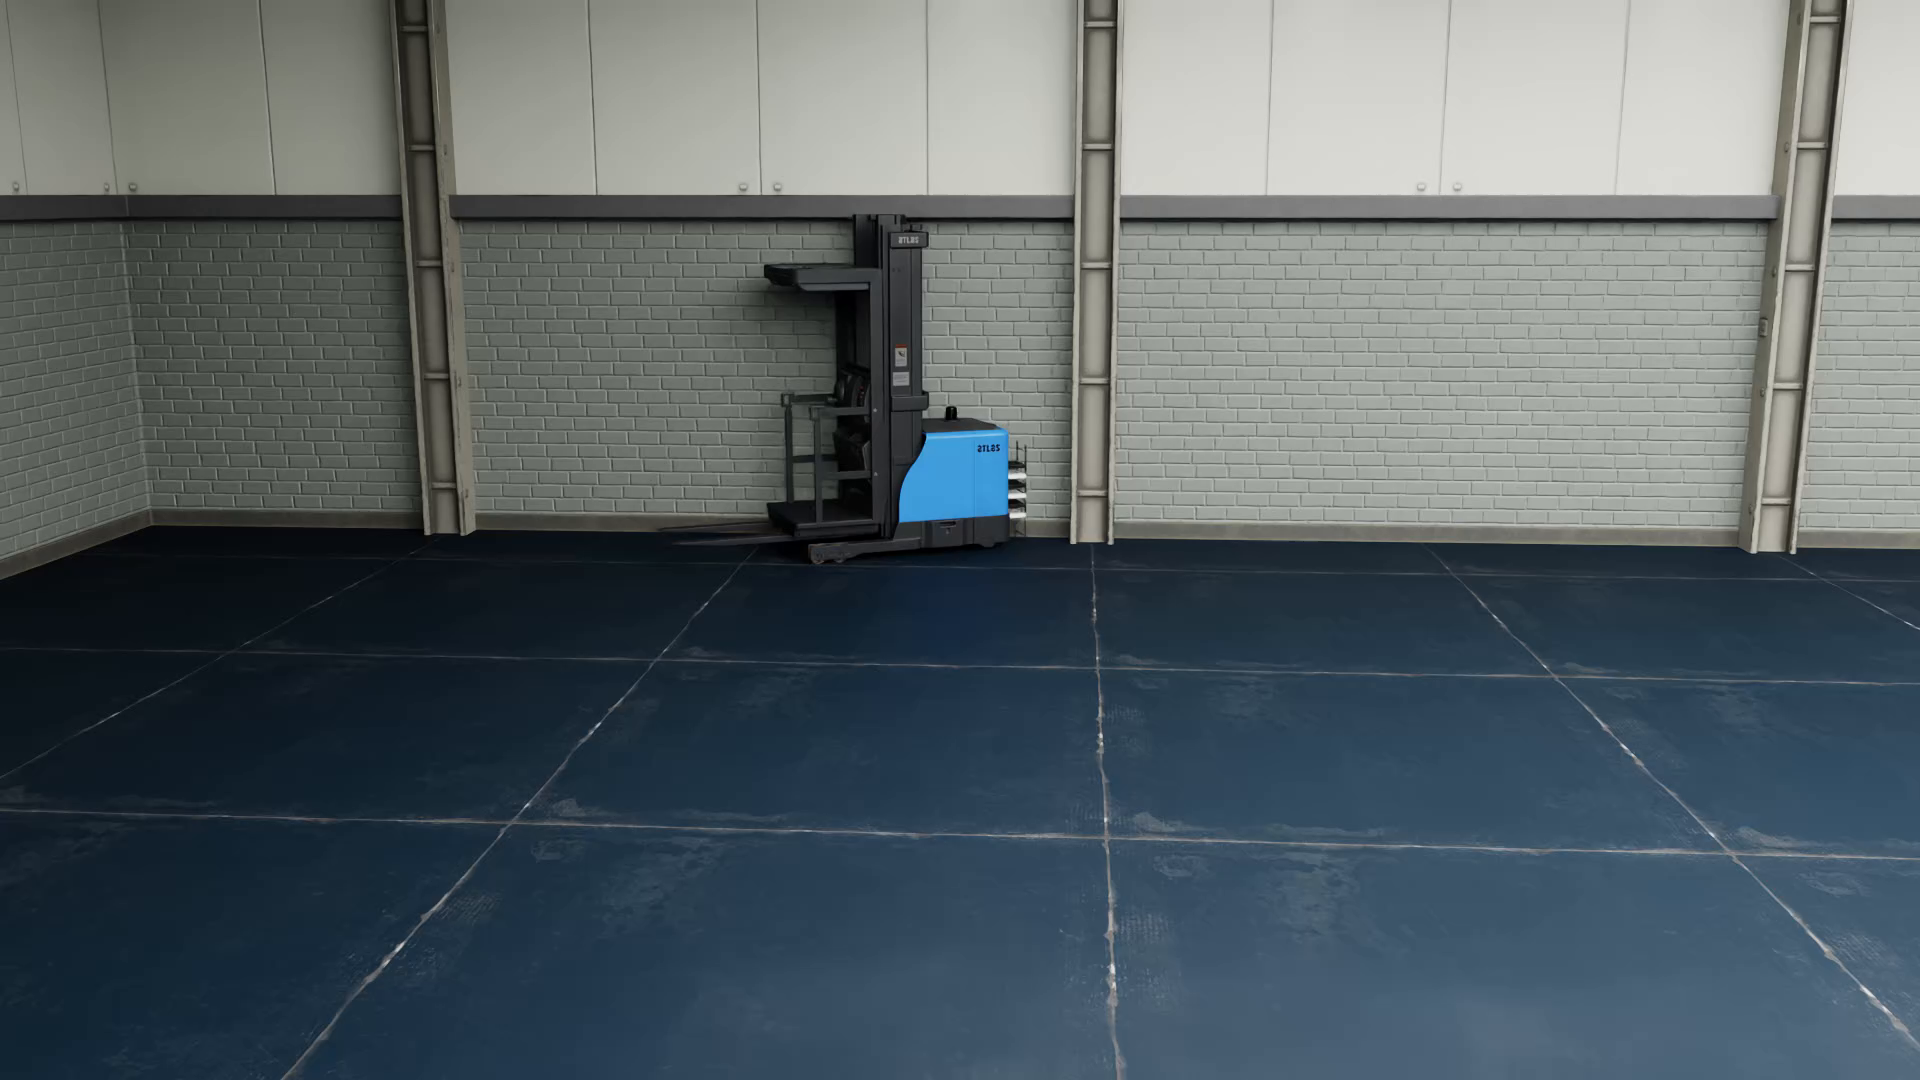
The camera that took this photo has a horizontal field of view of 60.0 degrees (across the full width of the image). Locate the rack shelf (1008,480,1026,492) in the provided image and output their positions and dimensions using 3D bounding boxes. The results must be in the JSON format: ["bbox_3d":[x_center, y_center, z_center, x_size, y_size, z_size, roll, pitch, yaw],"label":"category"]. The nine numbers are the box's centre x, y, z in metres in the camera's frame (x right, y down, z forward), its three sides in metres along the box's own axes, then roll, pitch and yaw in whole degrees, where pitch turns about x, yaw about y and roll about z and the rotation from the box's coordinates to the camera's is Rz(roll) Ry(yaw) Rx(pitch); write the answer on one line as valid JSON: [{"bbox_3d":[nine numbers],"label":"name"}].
[{"bbox_3d":[0.463,-0.489,15.112,0.200,0.077,0.258,-4,13,-20],"label":"rack shelf"}]

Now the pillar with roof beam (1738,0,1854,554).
[{"bbox_3d":[6.903,-3.437,9.705,0.400,9.000,9.100,1,12,4],"label":"pillar with roof beam"}]

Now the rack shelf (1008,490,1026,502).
[{"bbox_3d":[0.463,-0.401,15.131,0.200,0.077,0.258,-4,13,-20],"label":"rack shelf"}]

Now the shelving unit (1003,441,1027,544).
[{"bbox_3d":[0.463,-0.433,15.124,0.210,0.900,0.258,-4,13,-20],"label":"shelving unit"}]

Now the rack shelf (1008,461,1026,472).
[{"bbox_3d":[0.463,-0.665,15.075,0.200,0.077,0.258,-4,13,-20],"label":"rack shelf"}]

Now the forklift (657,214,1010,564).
[{"bbox_3d":[-1.128,-1.351,14.549,3.031,2.935,1.130,-4,13,-20],"label":"forklift"}]

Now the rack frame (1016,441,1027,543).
[{"bbox_3d":[0.558,-0.440,15.158,0.006,0.900,0.240,-4,13,-20],"label":"rack frame"}]

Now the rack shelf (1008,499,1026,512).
[{"bbox_3d":[0.463,-0.313,15.149,0.200,0.077,0.258,-4,13,-20],"label":"rack shelf"}]

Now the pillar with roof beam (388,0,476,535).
[{"bbox_3d":[-5.070,-3.602,10.490,0.400,9.000,9.100,1,12,4],"label":"pillar with roof beam"}]

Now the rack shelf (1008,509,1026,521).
[{"bbox_3d":[0.463,-0.225,15.167,0.200,0.077,0.258,-4,13,-20],"label":"rack shelf"}]

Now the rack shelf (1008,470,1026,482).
[{"bbox_3d":[0.463,-0.577,15.094,0.200,0.077,0.258,-4,13,-20],"label":"rack shelf"}]

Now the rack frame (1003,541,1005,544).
[{"bbox_3d":[0.367,-0.426,15.090,0.006,0.900,0.240,-4,13,-20],"label":"rack frame"}]

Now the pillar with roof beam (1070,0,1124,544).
[{"bbox_3d":[0.916,-3.520,10.097,0.400,9.000,9.100,1,12,4],"label":"pillar with roof beam"}]
